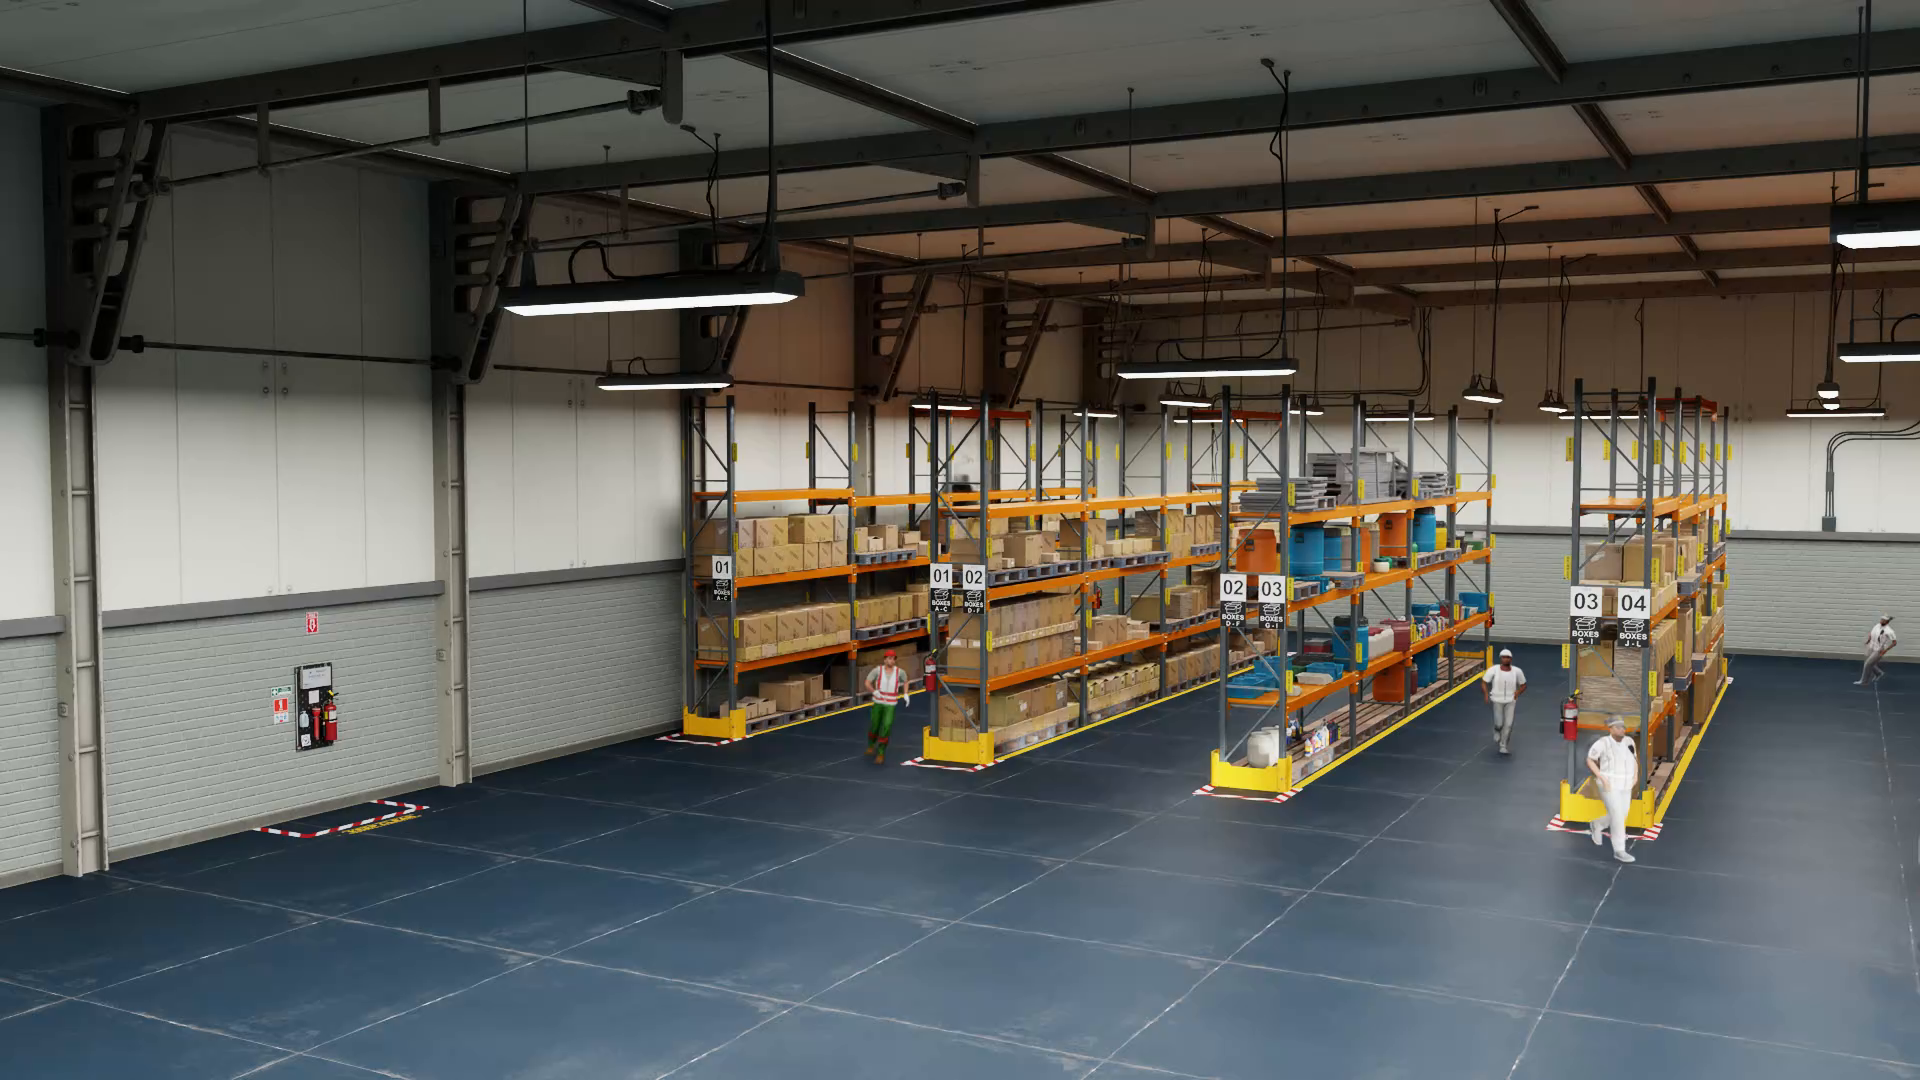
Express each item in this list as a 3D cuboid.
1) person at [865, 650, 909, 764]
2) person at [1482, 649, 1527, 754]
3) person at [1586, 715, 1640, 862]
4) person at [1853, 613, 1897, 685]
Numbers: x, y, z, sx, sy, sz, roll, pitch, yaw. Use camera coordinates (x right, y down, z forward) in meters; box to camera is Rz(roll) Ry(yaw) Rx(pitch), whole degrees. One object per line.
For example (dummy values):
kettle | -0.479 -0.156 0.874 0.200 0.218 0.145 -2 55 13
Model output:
person | -1.185 2.674 27.021 0.725 1.795 0.864 0 3 -4
person | 9.084 2.681 27.749 0.718 1.724 0.618 1 3 11
person | 8.075 3.021 20.545 0.658 1.761 0.866 -1 3 -17
person | 19.673 2.335 35.528 0.691 1.592 0.764 -1 3 -22
